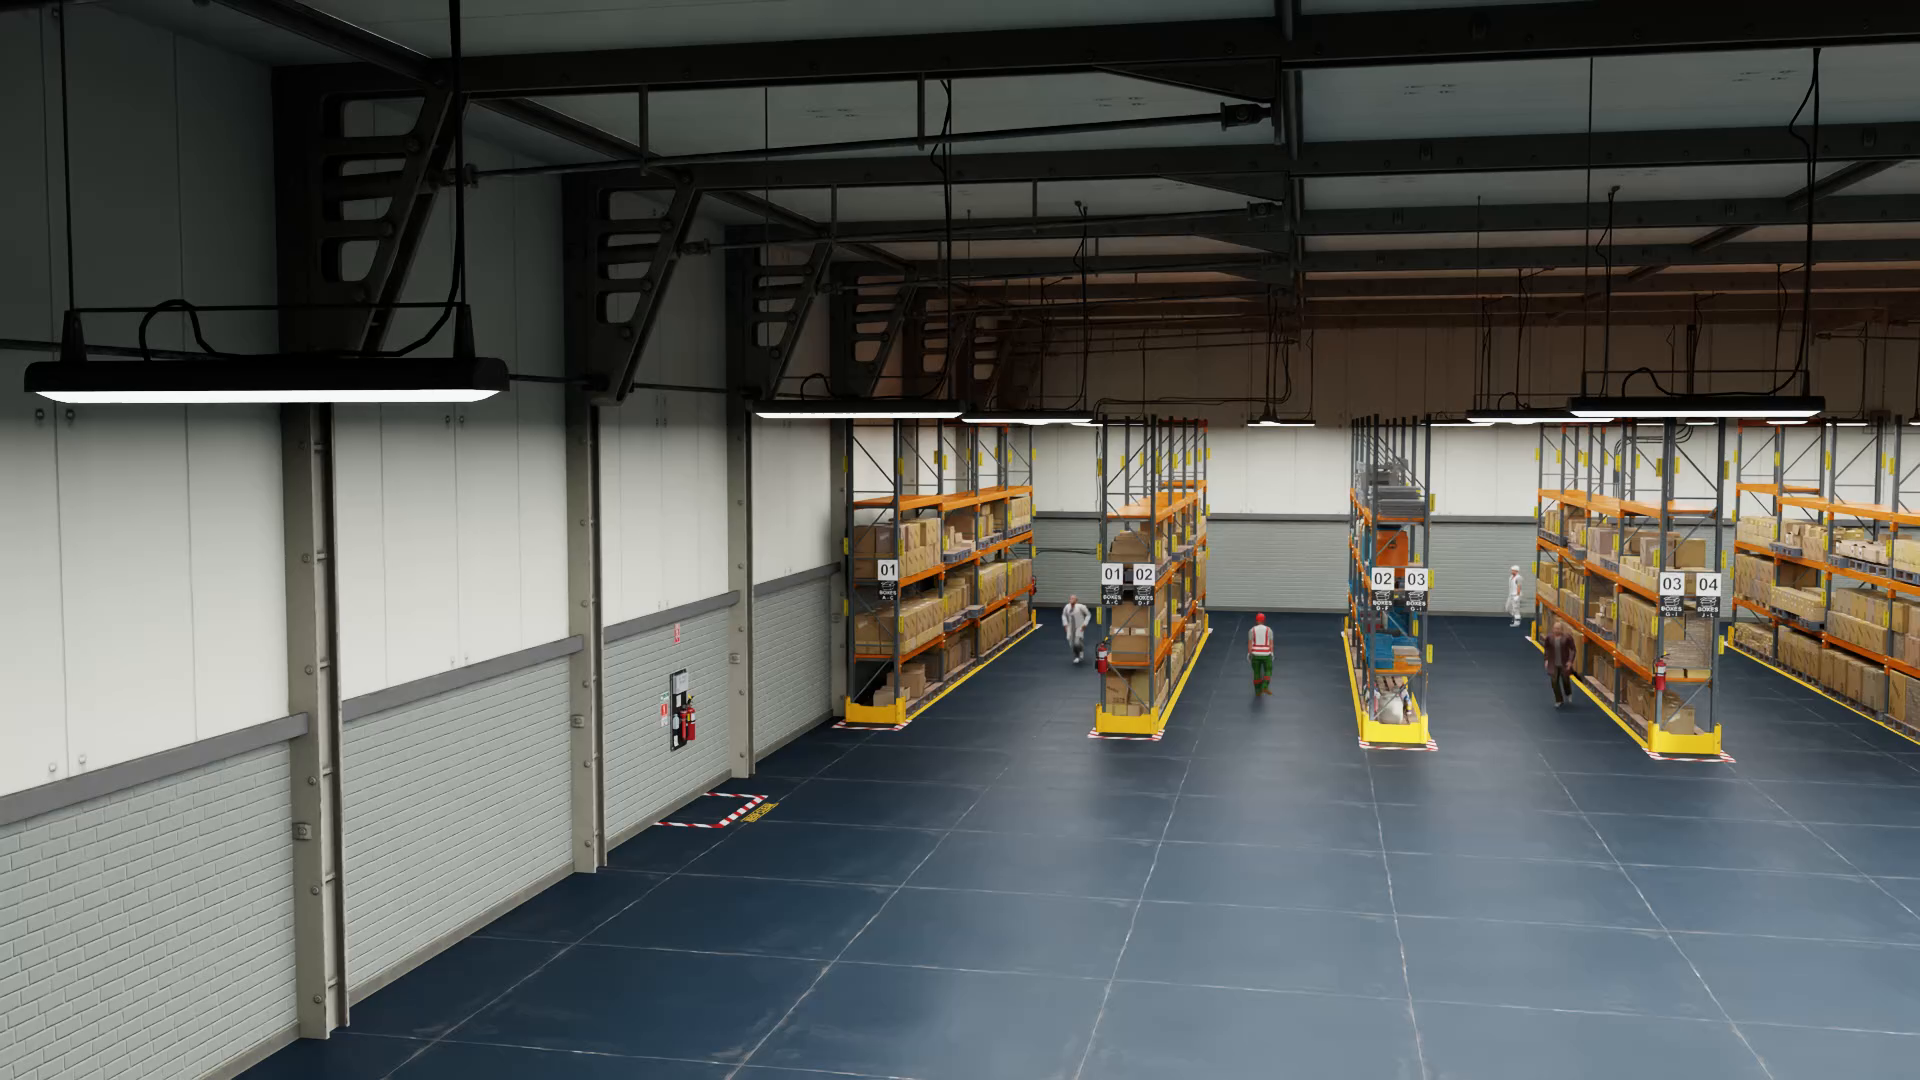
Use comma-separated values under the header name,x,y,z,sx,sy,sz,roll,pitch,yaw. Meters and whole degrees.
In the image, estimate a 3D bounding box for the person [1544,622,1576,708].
name,x,y,z,sx,sy,sz,roll,pitch,yaw
person,12.446,2.559,34.455,0.641,1.757,0.751,2,4,30

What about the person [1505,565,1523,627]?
name,x,y,z,sx,sy,sz,roll,pitch,yaw
person,16.028,1.624,48.019,0.468,1.793,0.558,-1,4,-8

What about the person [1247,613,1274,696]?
name,x,y,z,sx,sy,sz,roll,pitch,yaw
person,6.438,2.464,35.638,0.562,1.787,0.539,1,4,16

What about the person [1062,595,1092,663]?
name,x,y,z,sx,sy,sz,roll,pitch,yaw
person,2.869,2.172,40.787,0.754,1.690,0.642,2,4,23
